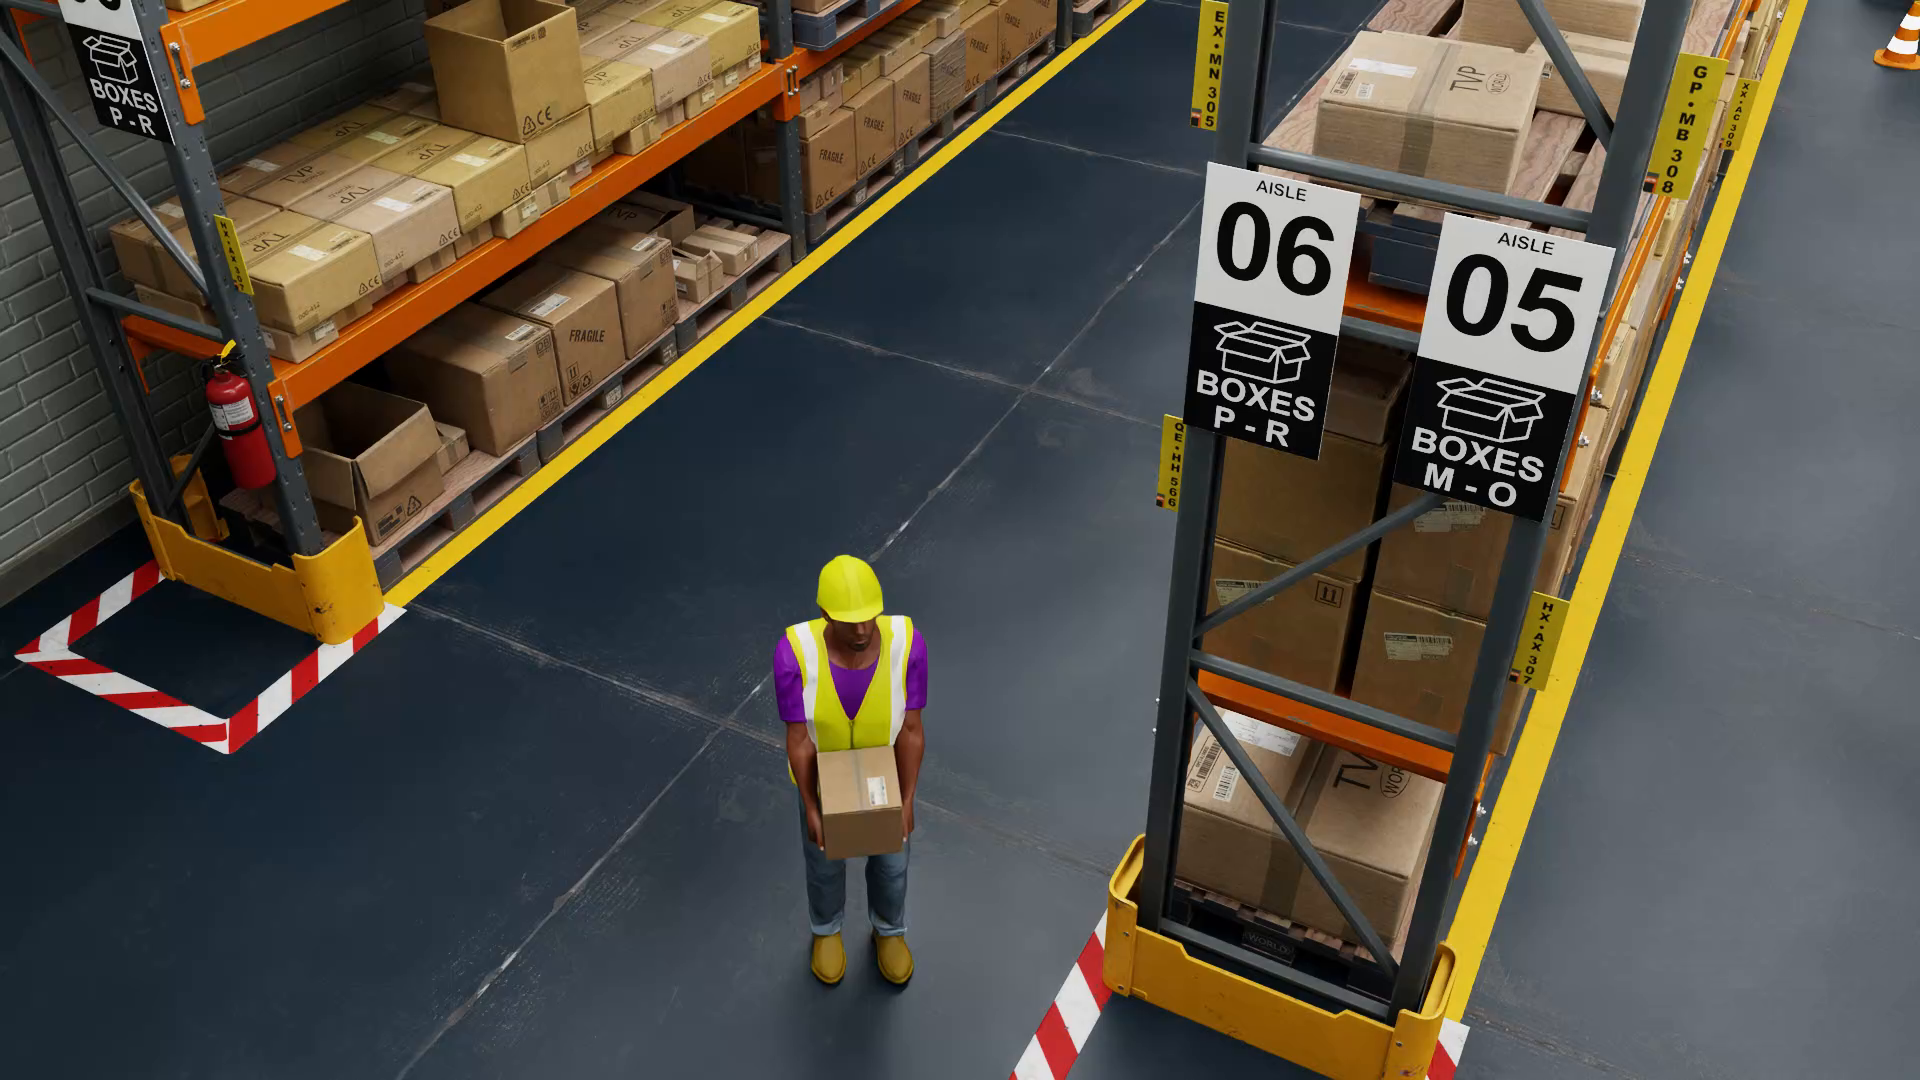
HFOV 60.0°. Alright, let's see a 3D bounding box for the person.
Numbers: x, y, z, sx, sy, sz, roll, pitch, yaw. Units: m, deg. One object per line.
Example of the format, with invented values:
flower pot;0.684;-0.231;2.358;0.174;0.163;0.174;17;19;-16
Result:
person;-0.337;0.857;5.625;0.504;1.762;0.566;-5;38;-7
